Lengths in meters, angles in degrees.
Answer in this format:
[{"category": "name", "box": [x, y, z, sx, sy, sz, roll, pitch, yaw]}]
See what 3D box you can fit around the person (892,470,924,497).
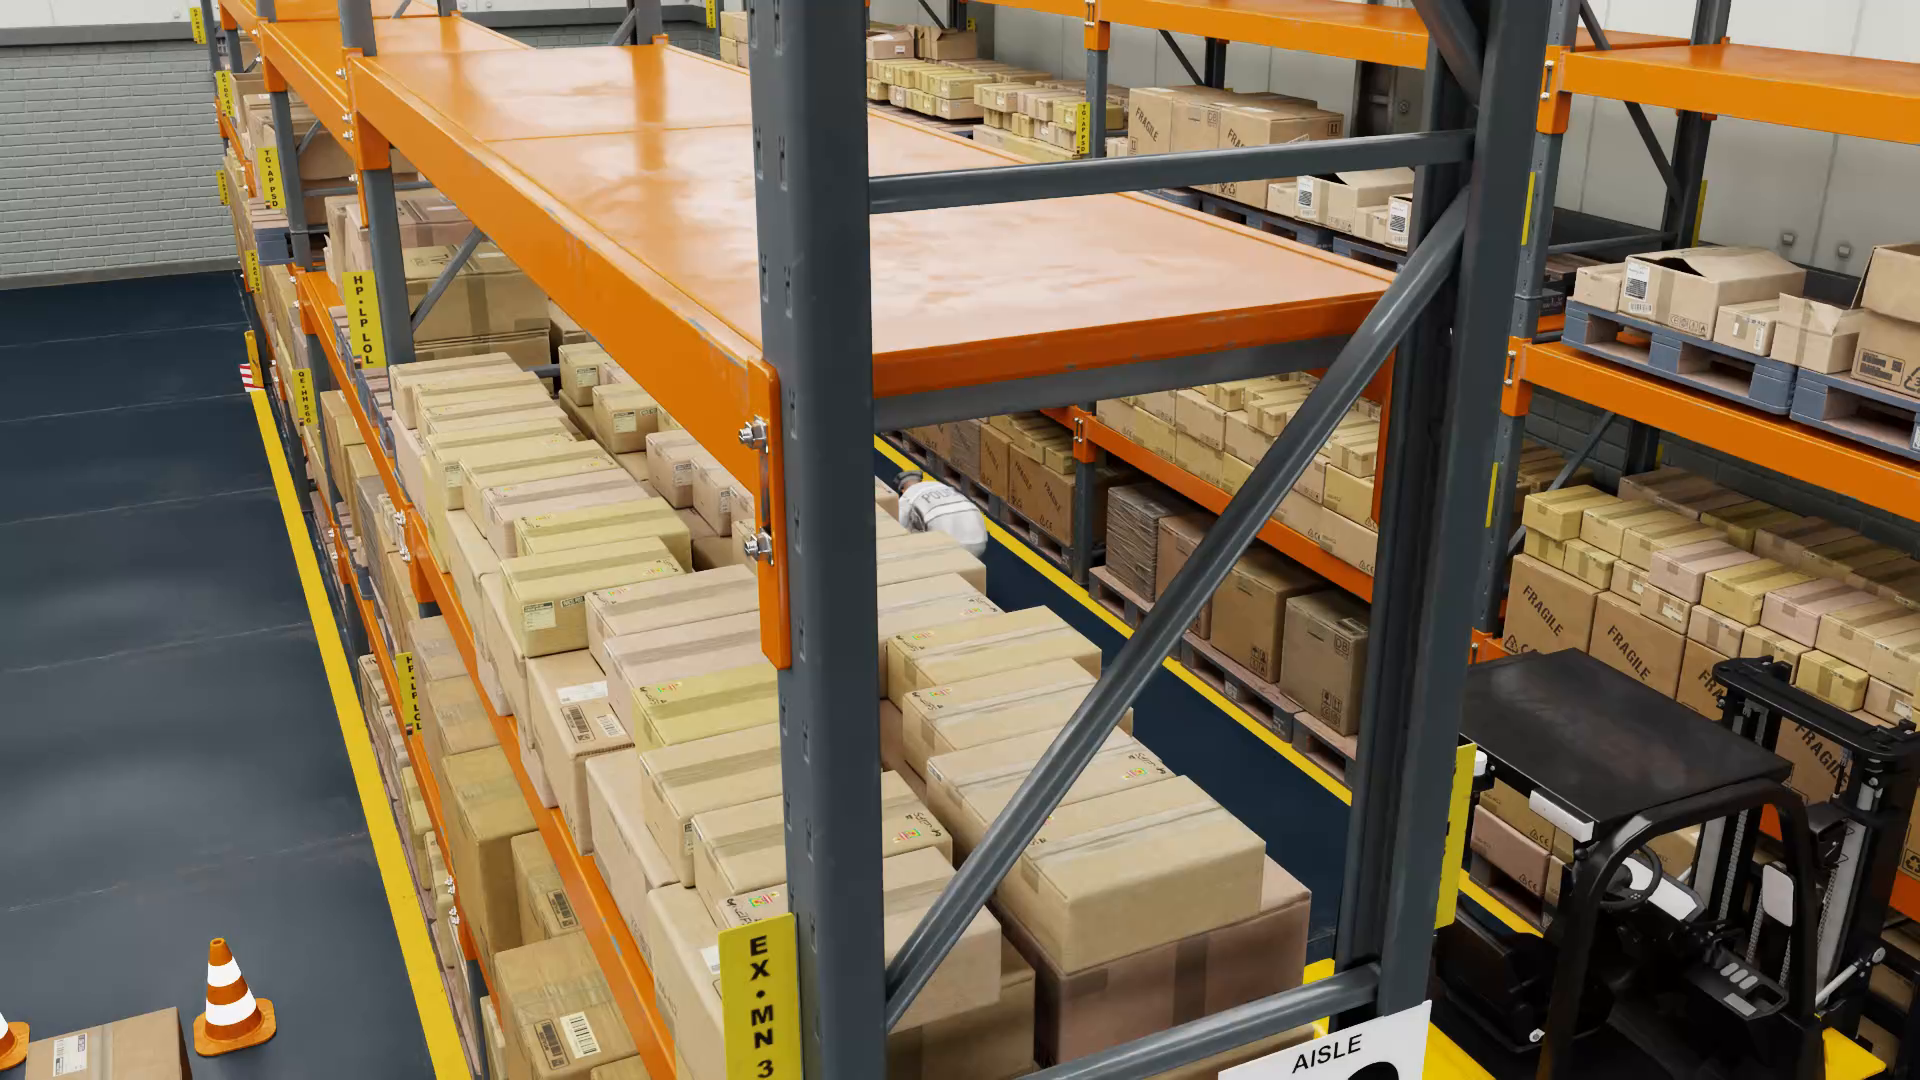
[{"category": "person", "box": [-0.196, -0.035, 11.948, 0.449, 0.803, 0.858, -9, 24, -21]}]
